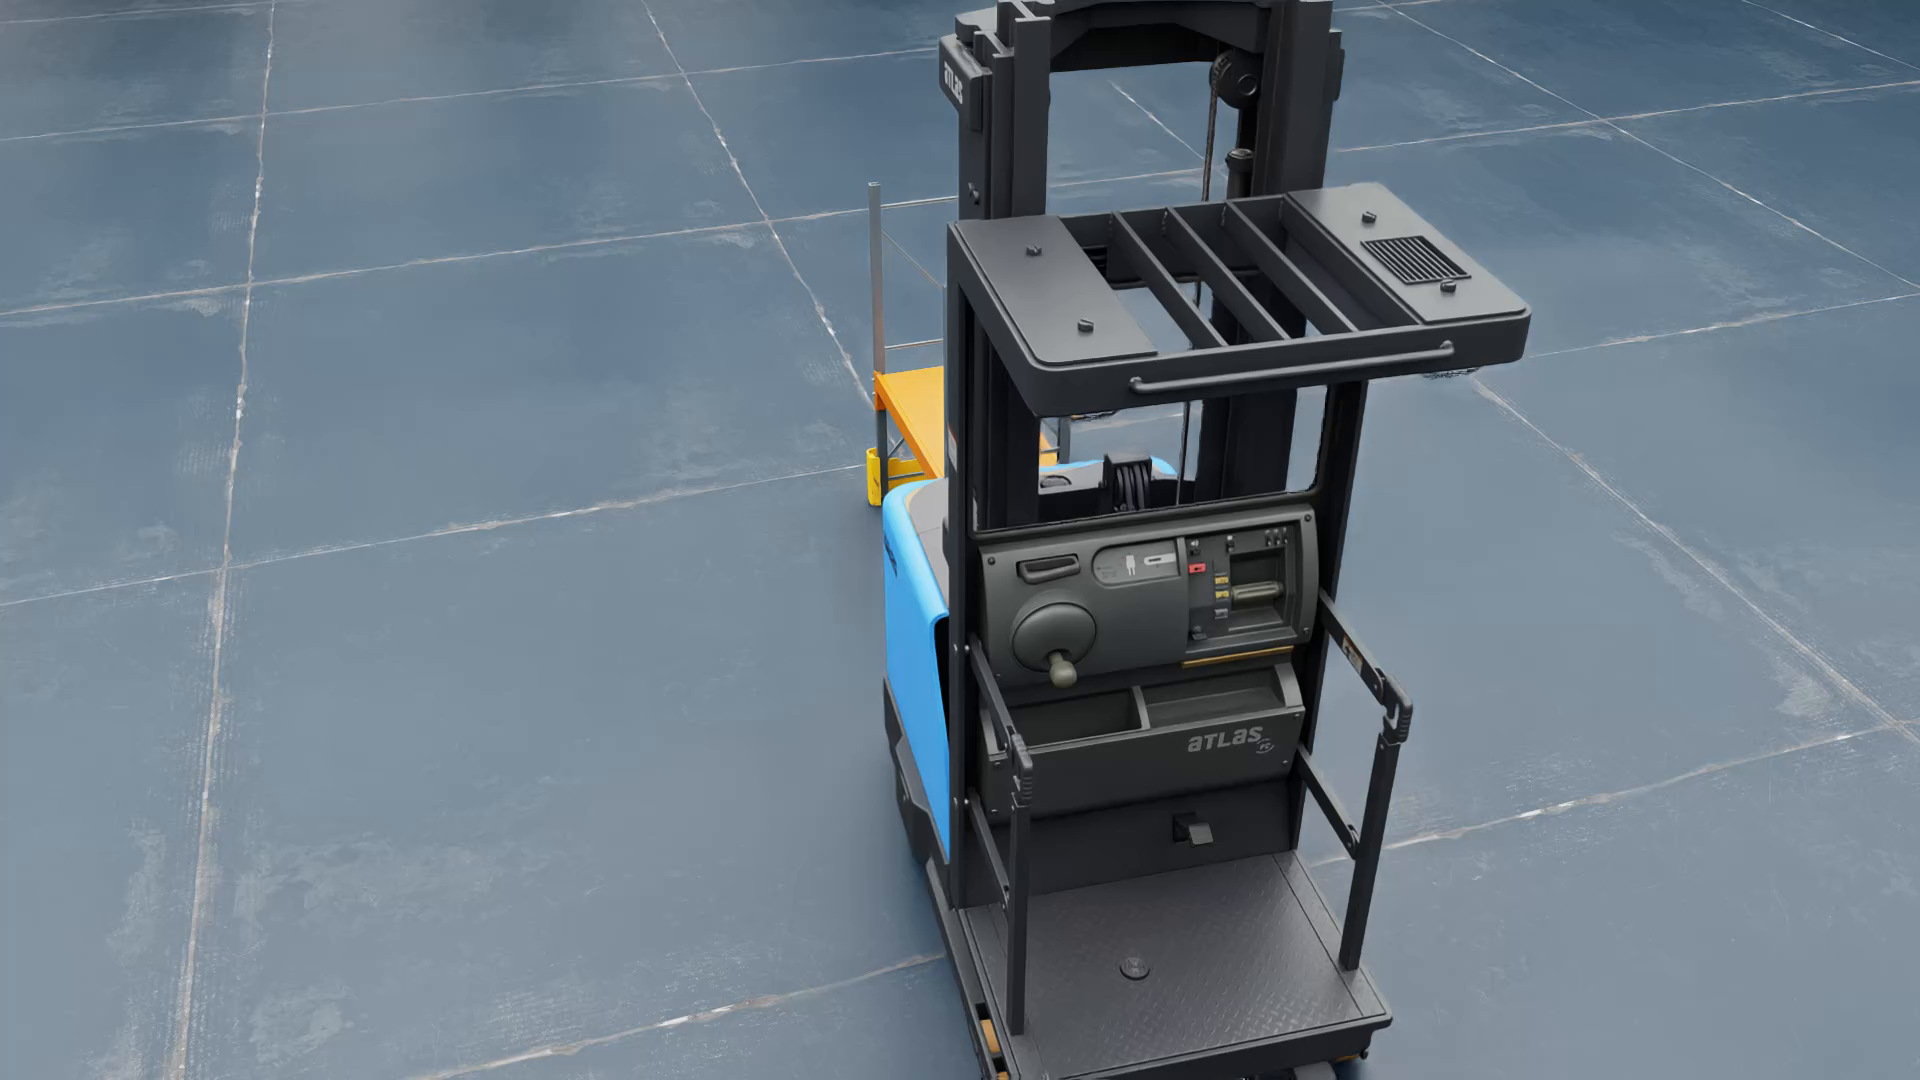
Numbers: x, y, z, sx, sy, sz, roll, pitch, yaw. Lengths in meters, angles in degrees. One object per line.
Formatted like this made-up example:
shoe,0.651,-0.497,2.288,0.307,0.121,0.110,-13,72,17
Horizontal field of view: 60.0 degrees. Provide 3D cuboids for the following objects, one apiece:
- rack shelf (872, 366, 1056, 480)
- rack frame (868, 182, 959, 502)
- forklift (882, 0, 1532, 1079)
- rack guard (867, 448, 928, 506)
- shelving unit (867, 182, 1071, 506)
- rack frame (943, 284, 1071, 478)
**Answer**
rack shelf,0.026,-0.431,6.868,0.538,0.185,1.000,-10,35,-15
rack frame,-0.129,-0.848,7.173,0.500,1.500,0.032,-10,35,-15
forklift,0.568,0.212,4.271,1.130,2.935,3.031,-8,34,-11
rack guard,-0.129,-0.326,7.516,0.587,0.250,0.087,-10,35,-15
shelving unit,0.023,-0.586,6.776,0.587,1.500,1.083,-10,35,-15
rack frame,0.181,-0.314,6.365,0.500,1.500,0.032,-10,35,-15
